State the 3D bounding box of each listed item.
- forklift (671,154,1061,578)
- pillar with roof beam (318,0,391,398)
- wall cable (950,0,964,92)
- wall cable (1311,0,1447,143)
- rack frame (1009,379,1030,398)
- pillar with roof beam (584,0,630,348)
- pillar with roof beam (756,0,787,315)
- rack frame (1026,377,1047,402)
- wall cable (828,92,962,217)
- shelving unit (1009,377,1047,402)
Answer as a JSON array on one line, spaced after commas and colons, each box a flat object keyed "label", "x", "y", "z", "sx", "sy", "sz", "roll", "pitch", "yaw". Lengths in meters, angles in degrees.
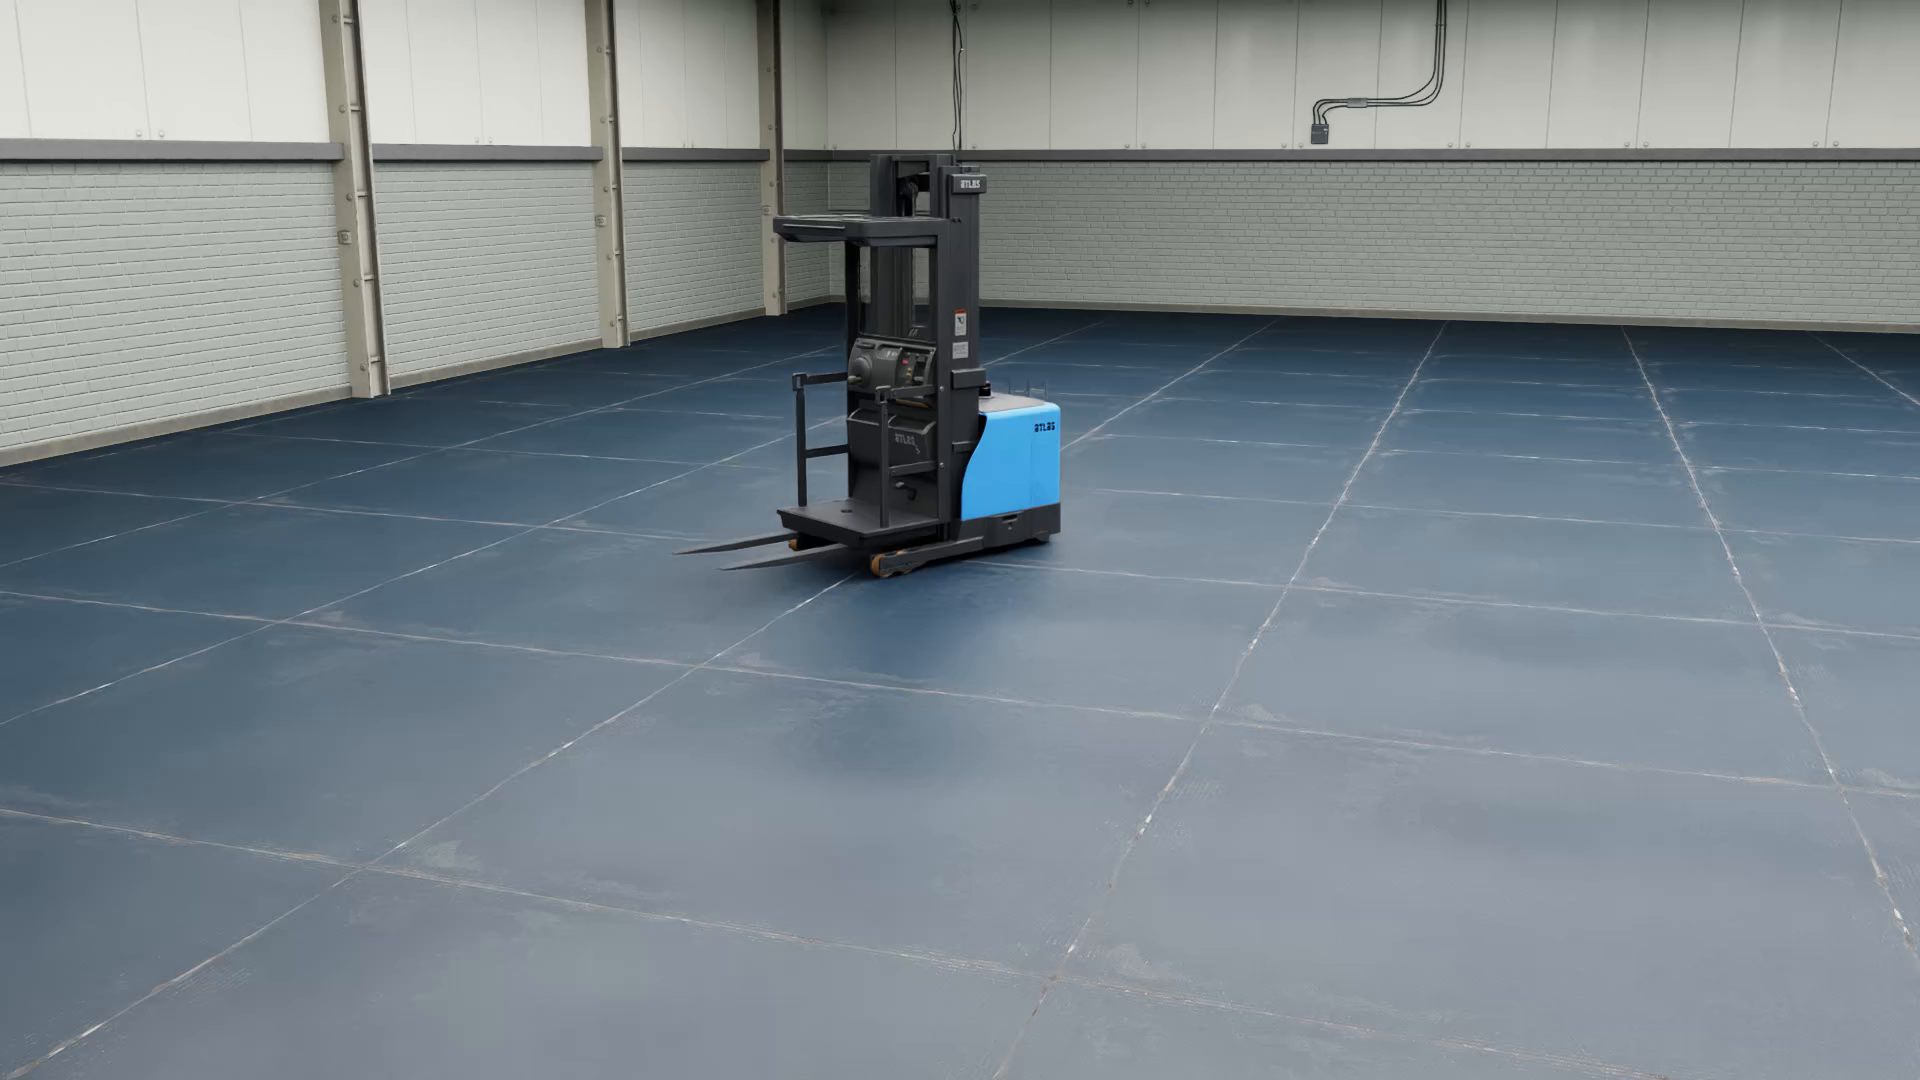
[{"label": "forklift", "x": -0.660, "y": -1.291, "z": 12.057, "sx": 3.031, "sy": 2.935, "sz": 1.130, "roll": -11, "pitch": 17, "yaw": -40}, {"label": "pillar with roof beam", "x": -3.359, "y": -5.900, "z": 18.616, "sx": 9.100, "sy": 9.000, "sz": 0.400, "roll": 4, "pitch": 14, "yaw": 18}, {"label": "wall cable", "x": 1.215, "y": -10.016, "z": 32.275, "sx": 3.097, "sy": 2.526, "sz": 0.112, "roll": 4, "pitch": 14, "yaw": 18}, {"label": "wall cable", "x": 7.632, "y": -10.233, "z": 29.957, "sx": 2.305, "sy": 6.003, "sz": 0.169, "roll": 4, "pitch": 14, "yaw": 18}, {"label": "rack frame", "x": 0.469, "y": -0.674, "z": 13.247, "sx": 0.006, "sy": 1.200, "sz": 0.240, "roll": -11, "pitch": 17, "yaw": -40}, {"label": "pillar with roof beam", "x": -1.418, "y": -7.164, "z": 24.151, "sx": 9.100, "sy": 9.000, "sz": 0.400, "roll": 4, "pitch": 14, "yaw": 18}, {"label": "pillar with roof beam", "x": 0.524, "y": -8.427, "z": 29.686, "sx": 9.100, "sy": 9.000, "sz": 0.400, "roll": 4, "pitch": 14, "yaw": 18}, {"label": "rack frame", "x": 0.607, "y": -0.701, "z": 13.364, "sx": 0.006, "sy": 1.200, "sz": 0.240, "roll": -11, "pitch": 17, "yaw": -40}, {"label": "wall cable", "x": -1.345, "y": -7.748, "z": 33.690, "sx": 3.097, "sy": 2.526, "sz": 0.112, "roll": 4, "pitch": 14, "yaw": 18}, {"label": "shelving unit", "x": 0.538, "y": -0.688, "z": 13.305, "sx": 0.189, "sy": 1.200, "sz": 0.258, "roll": -11, "pitch": 17, "yaw": -40}]
